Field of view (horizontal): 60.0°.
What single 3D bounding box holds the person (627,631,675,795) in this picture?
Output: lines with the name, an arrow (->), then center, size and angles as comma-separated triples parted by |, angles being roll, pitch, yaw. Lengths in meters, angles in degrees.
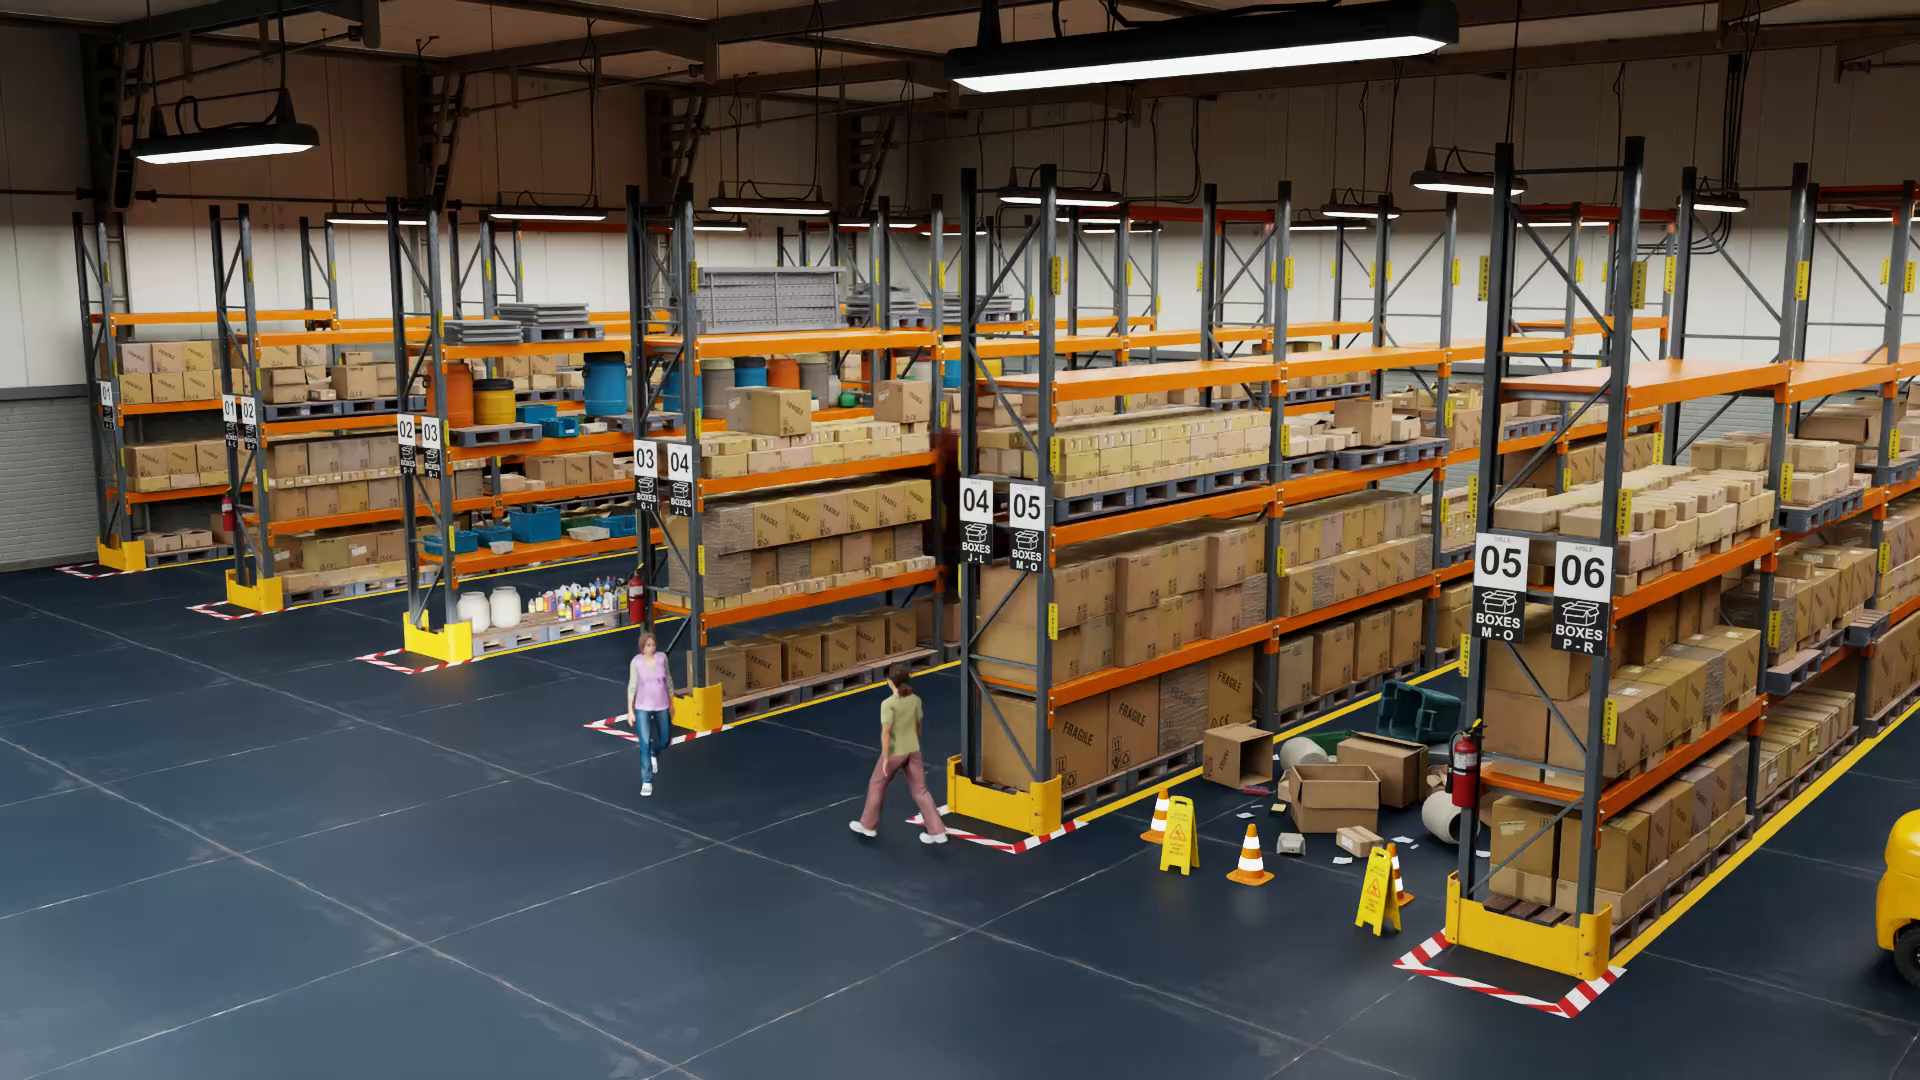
person -> -3.054, 1.668, 16.438 | 0.471, 1.581, 0.697 | -3, 10, -18

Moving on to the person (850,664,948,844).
person -> -0.544, 1.908, 14.887 | 0.469, 1.619, 1.046 | -8, 13, -41
